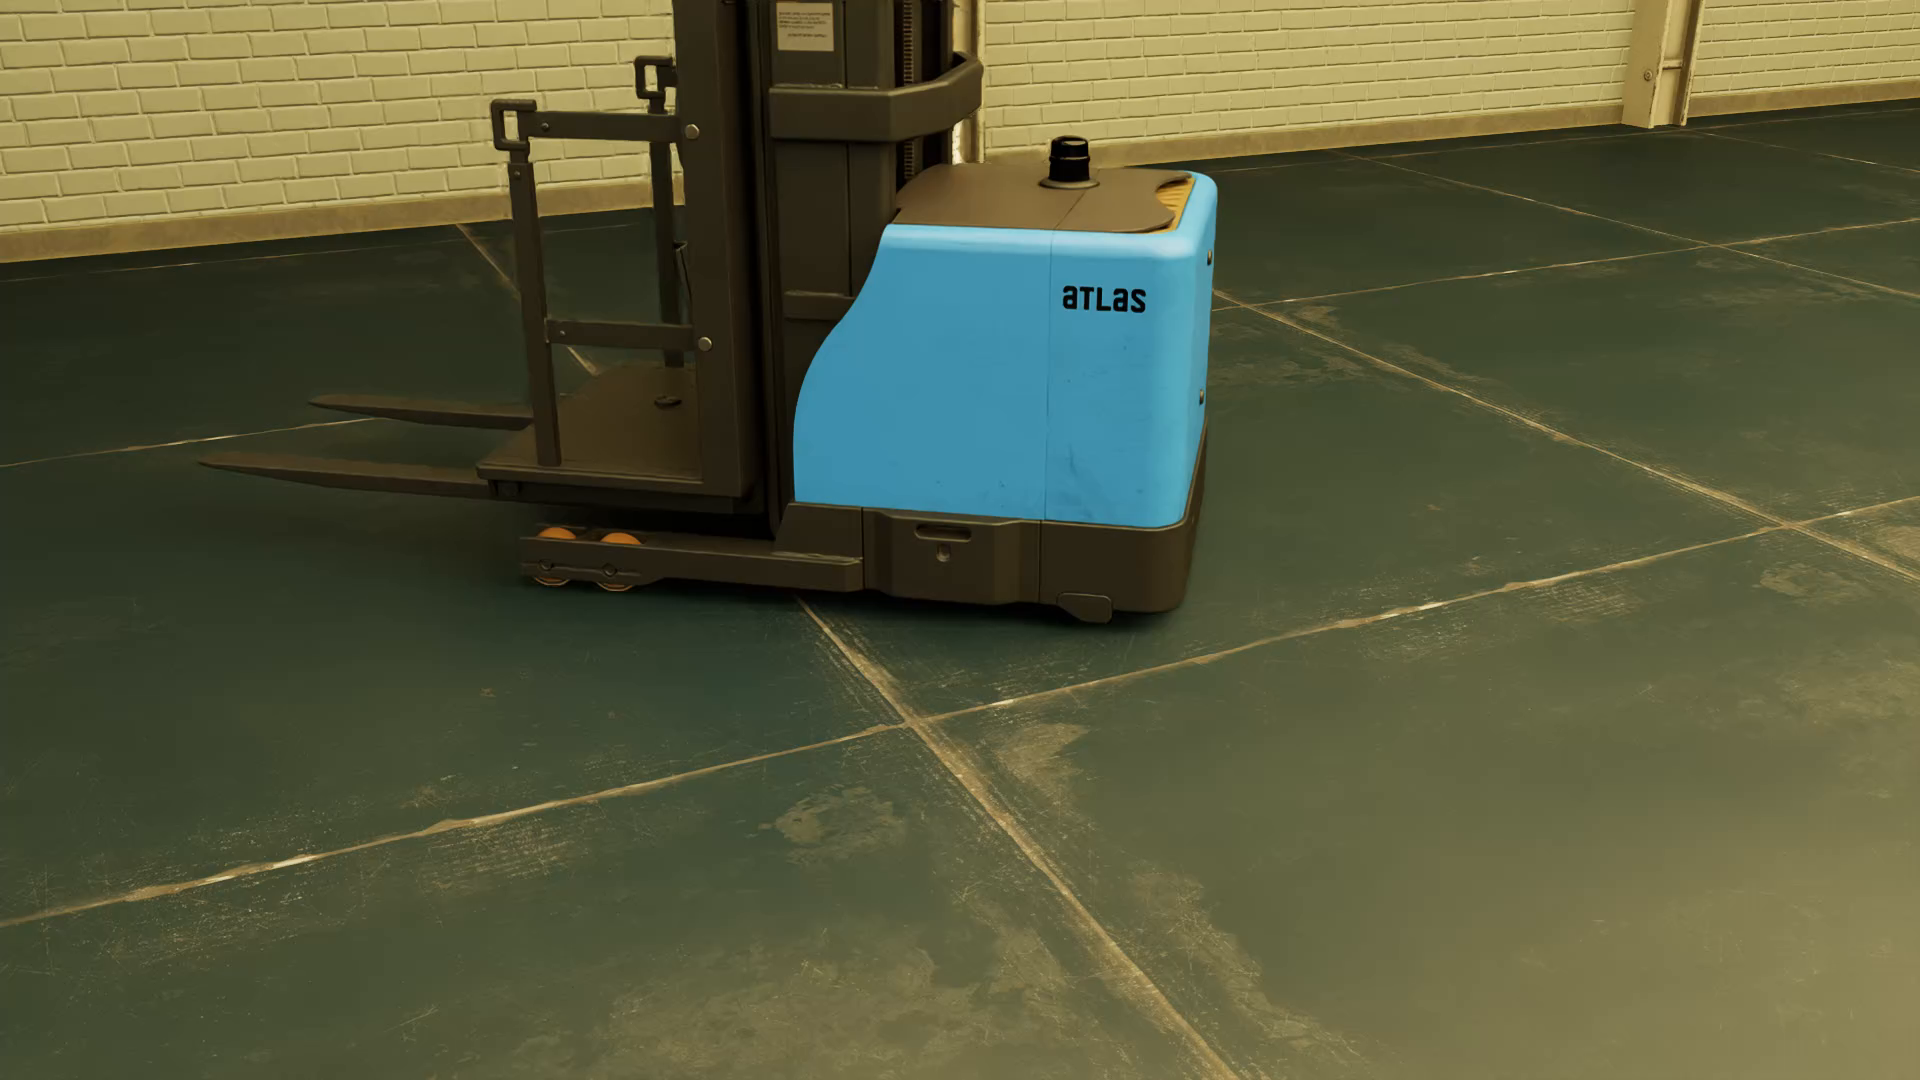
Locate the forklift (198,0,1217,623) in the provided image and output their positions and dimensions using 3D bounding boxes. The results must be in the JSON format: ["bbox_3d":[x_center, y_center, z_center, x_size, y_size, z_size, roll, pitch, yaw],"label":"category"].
[{"bbox_3d":[-0.794,-1.398,4.651,3.031,2.935,1.130,4,23,11],"label":"forklift"}]

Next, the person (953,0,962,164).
[{"bbox_3d":[-0.114,-1.306,6.224,0.472,1.580,0.828,-3,23,-8],"label":"person"}]
